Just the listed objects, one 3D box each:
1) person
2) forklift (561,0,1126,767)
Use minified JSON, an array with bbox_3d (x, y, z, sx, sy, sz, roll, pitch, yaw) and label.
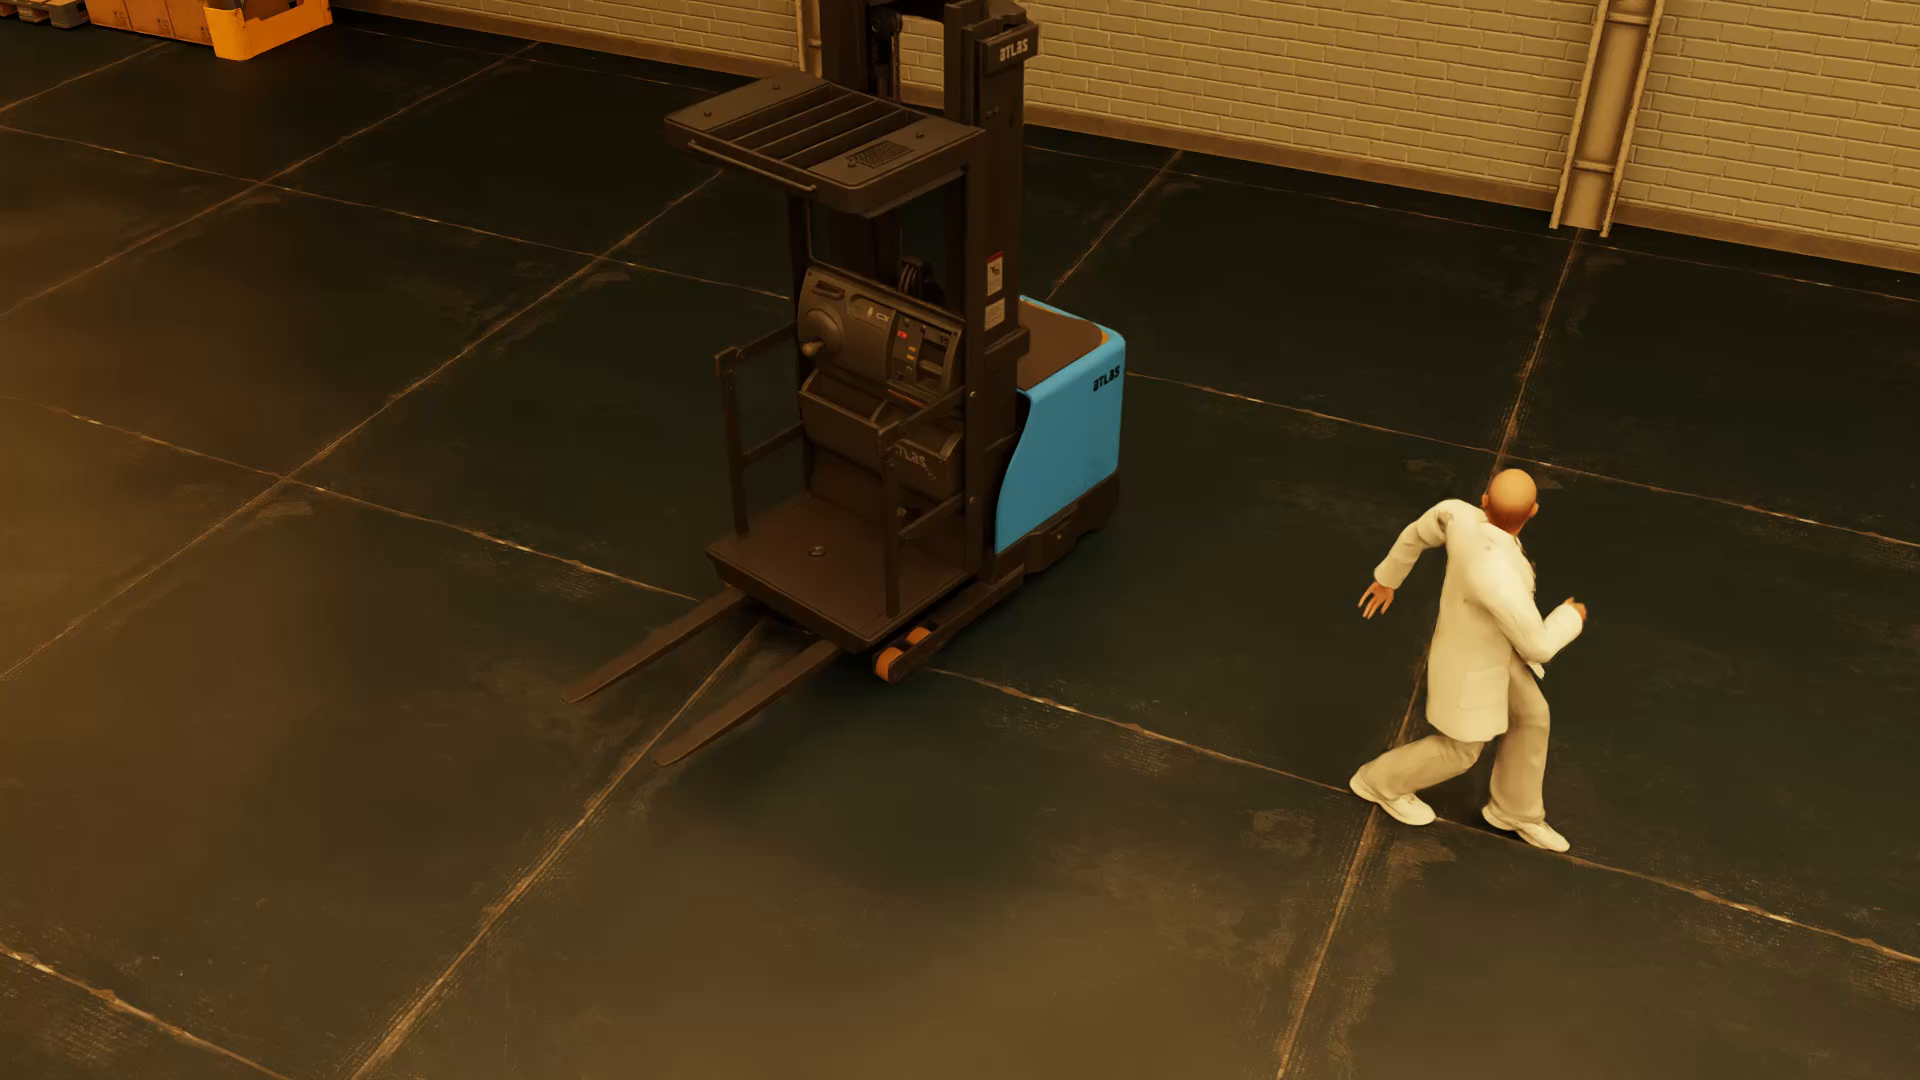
[{"bbox_3d":[2.049,0.467,6.521,1.009,1.727,0.613,11,37,14],"label":"person"},{"bbox_3d":[-0.505,-0.864,7.298,1.130,2.935,3.031,26,43,32],"label":"forklift"}]
